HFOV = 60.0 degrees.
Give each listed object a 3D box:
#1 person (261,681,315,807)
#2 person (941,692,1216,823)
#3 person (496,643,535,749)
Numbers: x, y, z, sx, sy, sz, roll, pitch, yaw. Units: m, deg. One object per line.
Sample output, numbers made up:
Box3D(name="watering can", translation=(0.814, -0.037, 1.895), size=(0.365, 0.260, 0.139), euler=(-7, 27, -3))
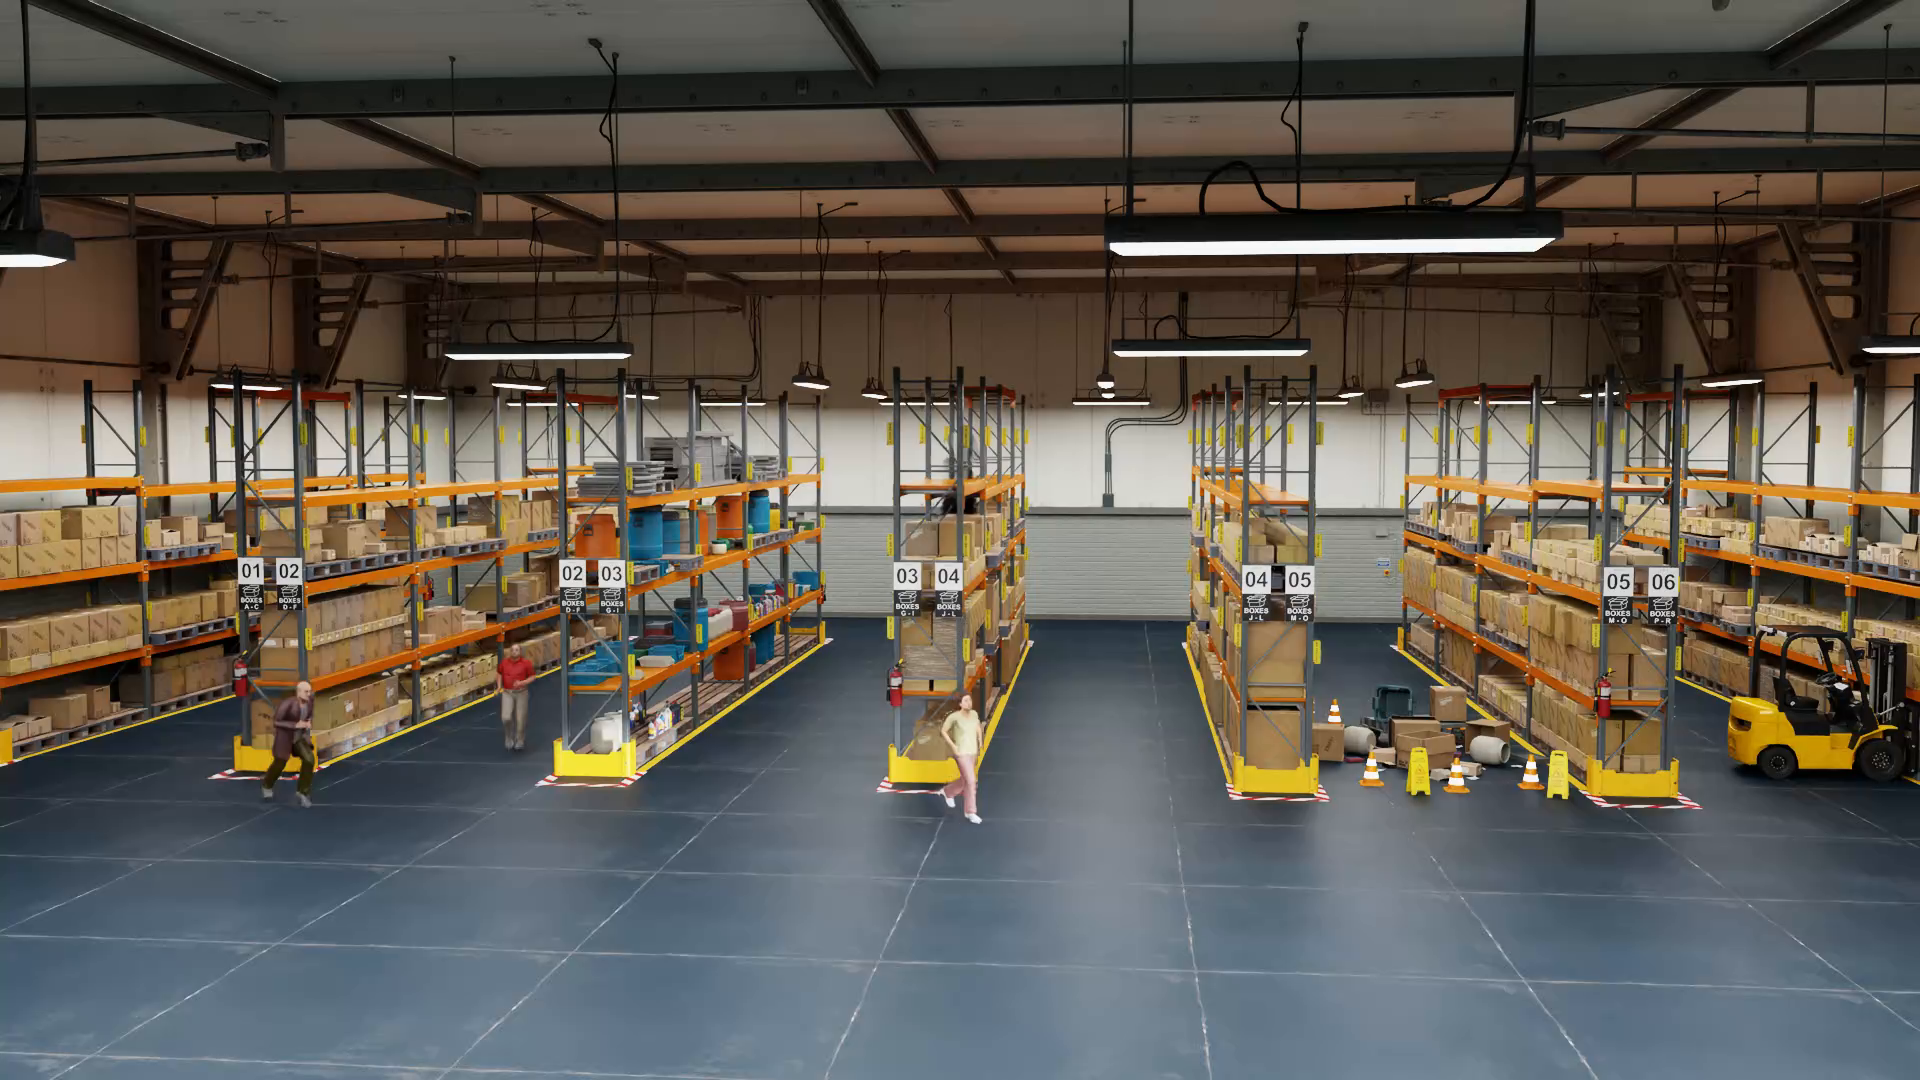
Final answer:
Box3D(name="person", translation=(-9.149, 2.774, 22.682), size=(1.079, 1.755, 0.752), euler=(2, 4, 31))
Box3D(name="person", translation=(2.380, 2.518, 26.688), size=(10.331, 1.690, 5.413), euler=(-3, 5, -39))
Box3D(name="person", translation=(-7.101, 2.499, 26.510), size=(0.647, 1.698, 0.659), euler=(0, 4, -7))
